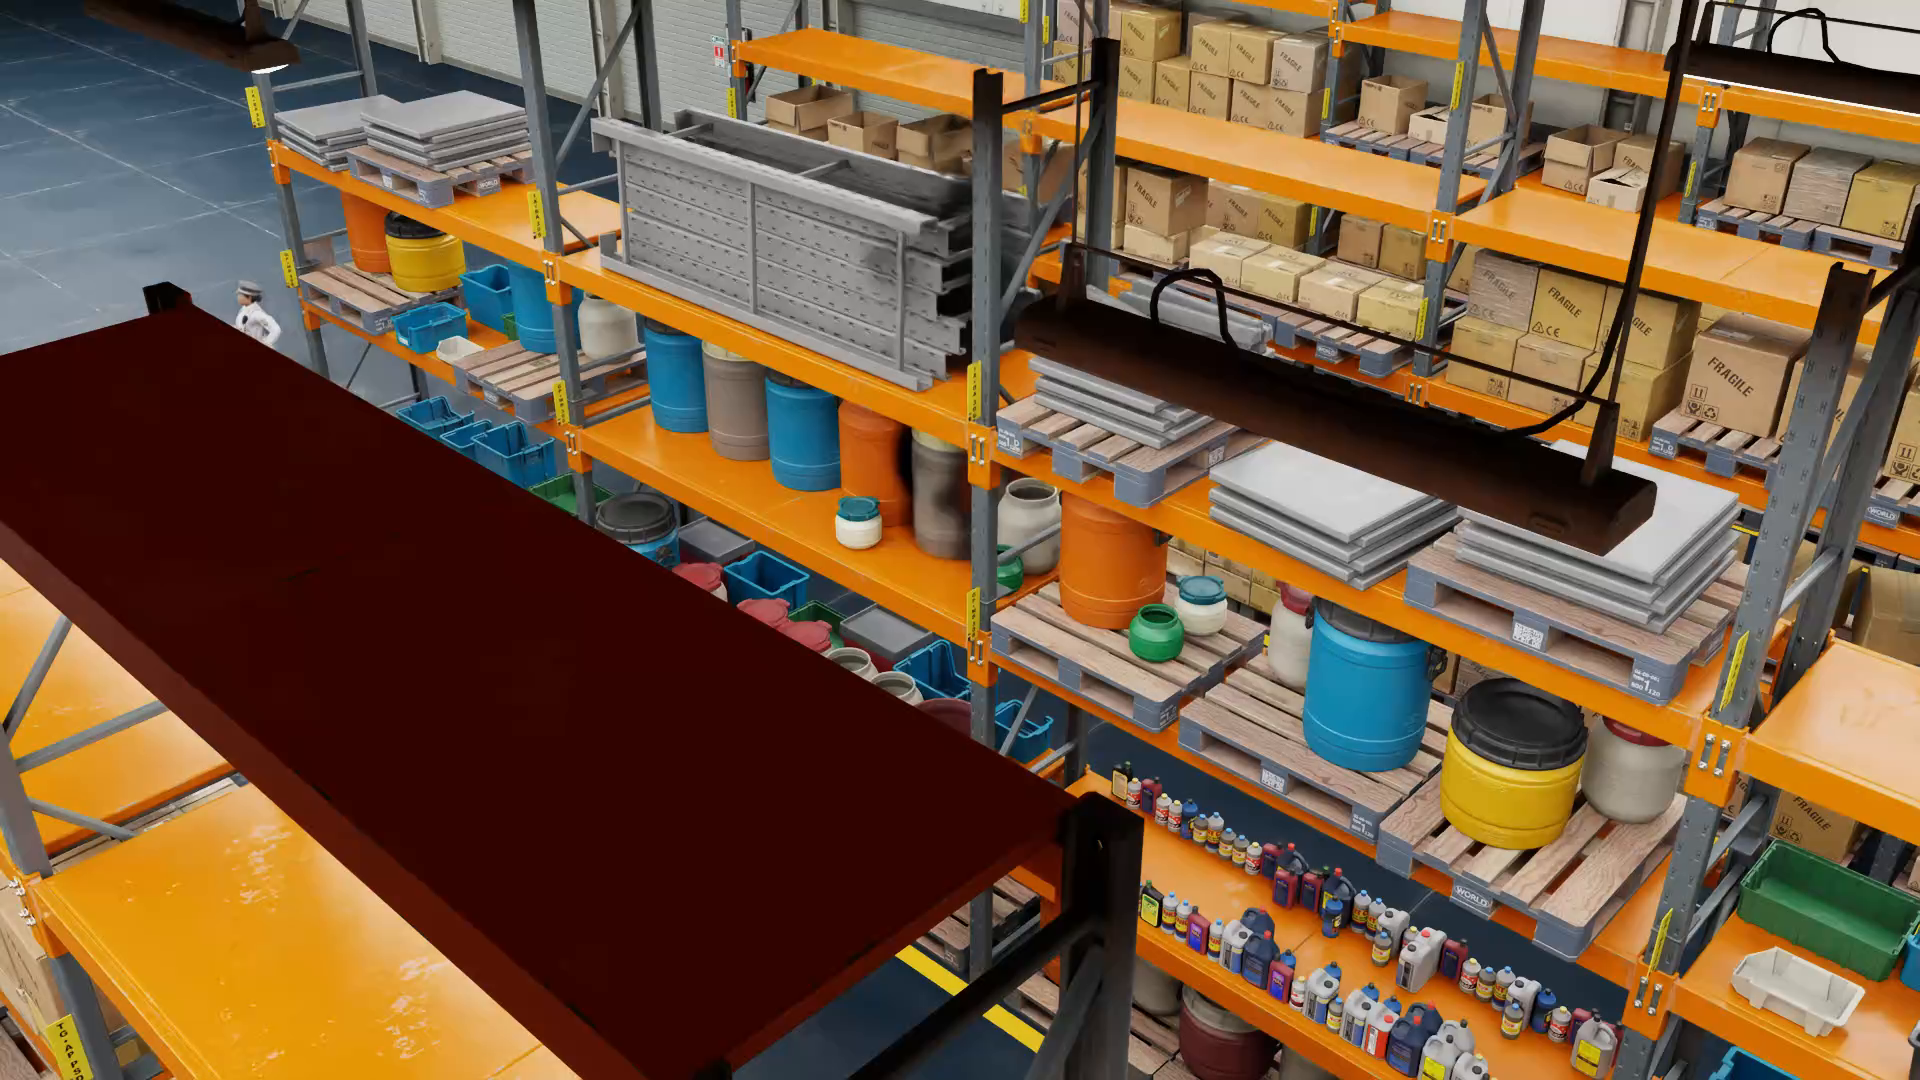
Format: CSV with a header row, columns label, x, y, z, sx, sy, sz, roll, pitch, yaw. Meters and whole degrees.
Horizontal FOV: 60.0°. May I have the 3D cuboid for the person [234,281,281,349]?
label,x,y,z,sx,sy,sz,roll,pitch,yaw
person,-7.575,-1.991,18.017,0.785,1.730,0.600,-12,32,-20
